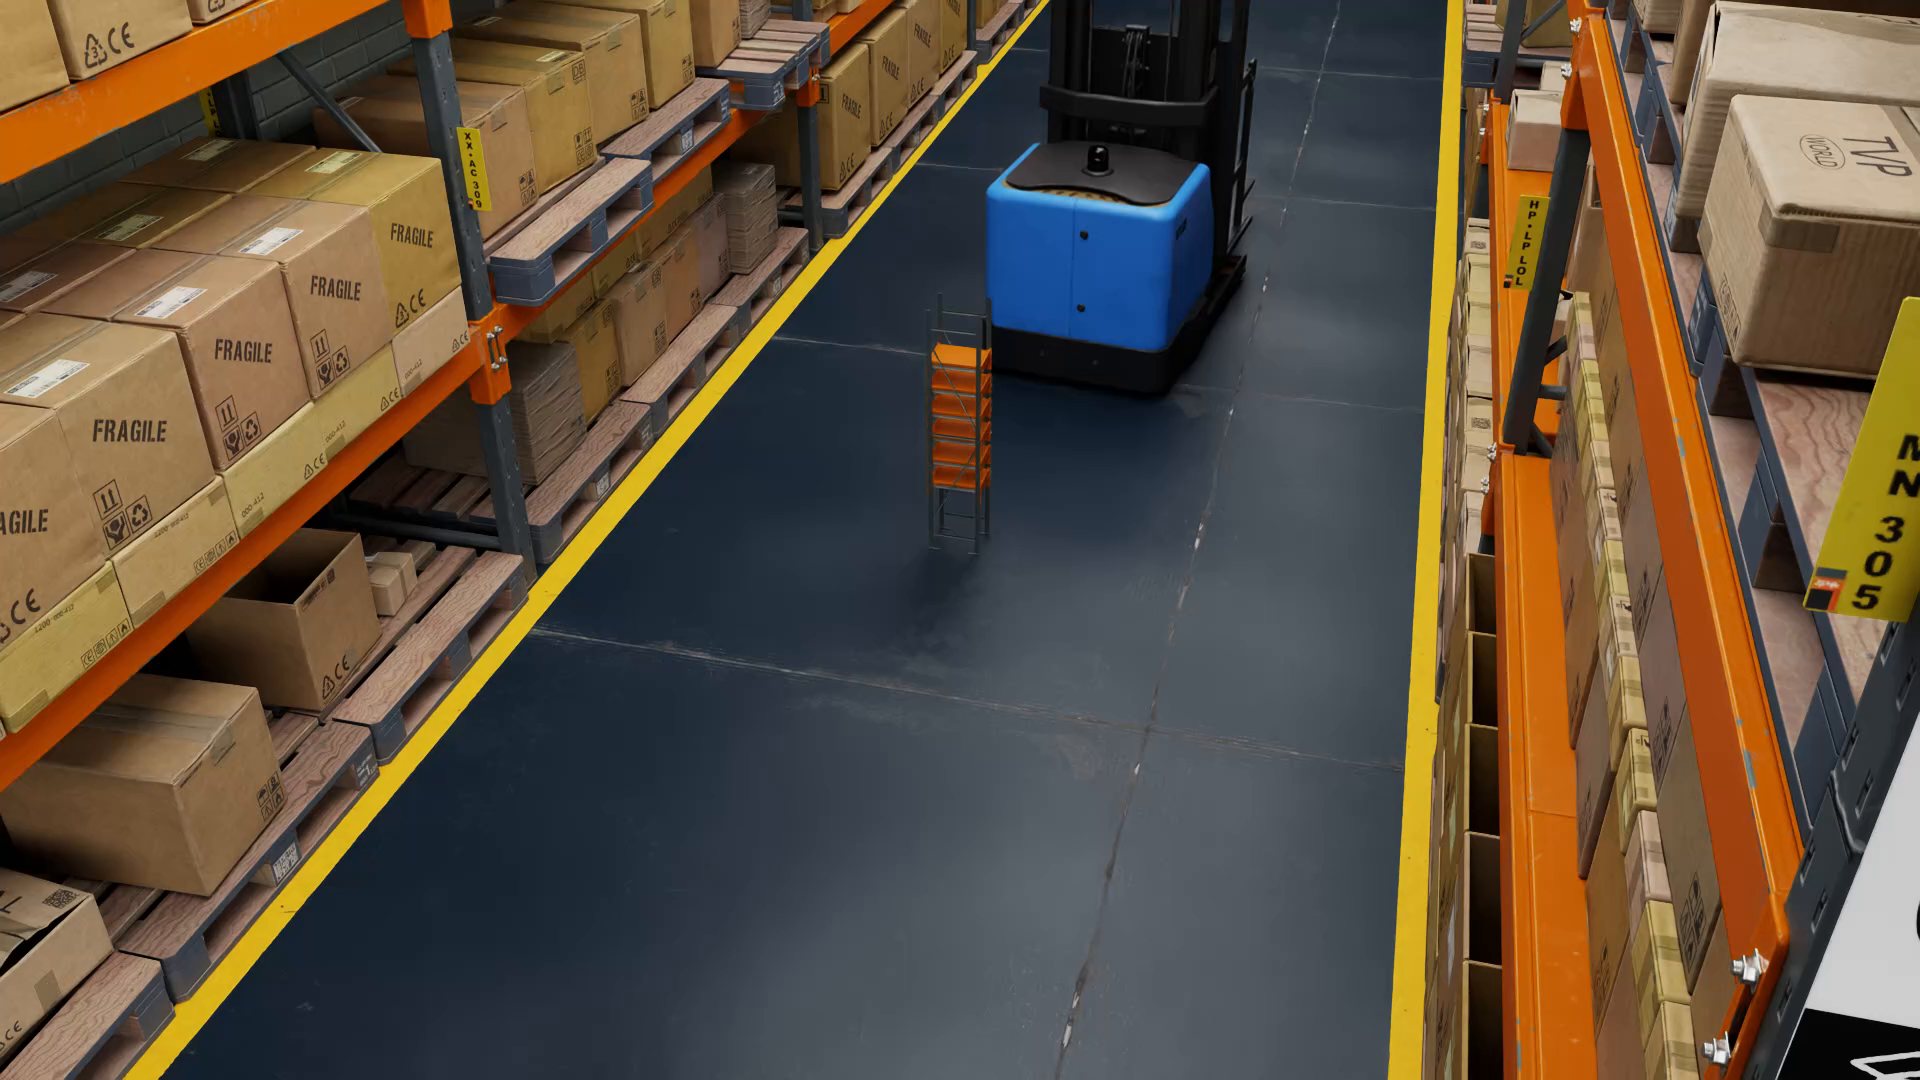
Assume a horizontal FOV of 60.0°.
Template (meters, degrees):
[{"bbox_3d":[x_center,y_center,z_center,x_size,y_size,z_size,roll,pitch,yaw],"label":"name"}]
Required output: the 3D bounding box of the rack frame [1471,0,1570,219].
[{"bbox_3d":[3.414,-2.529,8.933,1.000,3.000,0.127,8,33,12],"label":"rack frame"}]

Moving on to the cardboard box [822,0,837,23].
[{"bbox_3d":[-0.999,-3.373,10.475,0.380,0.149,0.250,8,33,13],"label":"cardboard box"}]

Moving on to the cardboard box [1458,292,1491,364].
[{"bbox_3d":[2.740,-1.013,8.196,0.500,0.311,0.500,7,33,11],"label":"cardboard box"}]

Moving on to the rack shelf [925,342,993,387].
[{"bbox_3d":[-0.004,-0.765,7.247,0.258,0.103,0.180,8,33,12],"label":"rack shelf"}]

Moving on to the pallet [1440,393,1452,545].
[{"bbox_3d":[2.855,-0.300,8.024,1.003,0.211,1.213,8,33,12],"label":"pallet"}]

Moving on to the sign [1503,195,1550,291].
[{"bbox_3d":[1.871,-0.978,5.486,0.100,0.325,0.005,8,33,12],"label":"sign"}]

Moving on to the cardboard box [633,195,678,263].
[{"bbox_3d":[-1.842,-1.713,8.870,0.500,0.250,0.500,8,33,12],"label":"cardboard box"}]

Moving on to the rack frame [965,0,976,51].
[{"bbox_3d":[-0.364,-5.277,13.256,1.000,3.000,0.127,8,33,12],"label":"rack frame"}]

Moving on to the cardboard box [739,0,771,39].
[{"bbox_3d":[-1.488,-3.184,9.460,0.700,0.500,0.500,4,33,7],"label":"cardboard box"}]

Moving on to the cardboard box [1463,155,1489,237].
[{"bbox_3d":[3.424,-2.177,10.299,0.500,0.500,0.500,9,34,14],"label":"cardboard box"}]

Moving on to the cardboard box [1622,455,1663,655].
[{"bbox_3d":[1.910,-0.031,3.700,0.700,0.500,0.500,8,33,12],"label":"cardboard box"}]

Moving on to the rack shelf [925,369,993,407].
[{"bbox_3d":[-0.004,-0.664,7.311,0.258,0.103,0.180,8,33,12],"label":"rack shelf"}]

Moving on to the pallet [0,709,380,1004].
[{"bbox_3d":[-2.838,1.039,5.919,1.003,0.211,1.213,8,33,12],"label":"pallet"}]

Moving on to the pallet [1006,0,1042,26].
[{"bbox_3d":[0.213,-5.120,15.607,1.003,0.211,1.213,8,33,12],"label":"pallet"}]

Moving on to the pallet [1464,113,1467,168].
[{"bbox_3d":[4.259,-3.001,12.274,1.003,0.211,1.213,8,33,12],"label":"pallet"}]

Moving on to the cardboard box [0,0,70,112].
[{"bbox_3d":[-2.668,-1.331,4.140,0.500,0.500,0.500,10,34,15],"label":"cardboard box"}]

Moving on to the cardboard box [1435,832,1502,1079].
[{"bbox_3d":[1.599,1.190,4.555,0.500,0.500,0.500,8,33,12],"label":"cardboard box"}]

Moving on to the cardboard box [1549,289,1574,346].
[{"bbox_3d":[2.444,-0.878,6.461,0.396,0.266,0.258,7,33,11],"label":"cardboard box"}]

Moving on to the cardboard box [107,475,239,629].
[{"bbox_3d":[-2.595,-0.002,5.079,0.500,0.250,0.500,8,33,13],"label":"cardboard box"}]

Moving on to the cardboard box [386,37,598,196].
[{"bbox_3d":[-2.083,-1.902,7.443,0.700,0.500,0.500,11,34,17],"label":"cardboard box"}]

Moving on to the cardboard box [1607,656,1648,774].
[{"bbox_3d":[1.623,0.410,3.611,0.380,0.149,0.250,9,34,14],"label":"cardboard box"}]

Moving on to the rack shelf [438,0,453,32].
[{"bbox_3d":[-1.886,-3.126,7.746,1.077,0.370,4.000,8,33,12],"label":"rack shelf"}]

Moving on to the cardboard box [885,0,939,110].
[{"bbox_3d":[-0.626,-3.731,12.435,0.750,0.750,0.750,9,34,14],"label":"cardboard box"}]

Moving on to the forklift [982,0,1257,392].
[{"bbox_3d":[1.124,-2.803,9.427,1.130,2.935,3.031,12,34,18],"label":"forklift"}]

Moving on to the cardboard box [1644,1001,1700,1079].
[{"bbox_3d":[1.361,0.946,2.768,0.380,0.149,0.250,9,34,14],"label":"cardboard box"}]

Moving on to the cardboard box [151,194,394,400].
[{"bbox_3d":[-2.336,-0.840,5.698,0.500,0.500,0.500,8,33,12],"label":"cardboard box"}]

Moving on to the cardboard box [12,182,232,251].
[{"bbox_3d":[-2.850,-0.904,5.799,0.500,0.500,0.500,8,33,12],"label":"cardboard box"}]

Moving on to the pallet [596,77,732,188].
[{"bbox_3d":[-1.842,-2.088,8.417,1.003,0.211,1.213,8,33,12],"label":"pallet"}]

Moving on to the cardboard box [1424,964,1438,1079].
[{"bbox_3d":[1.603,1.507,4.755,0.500,0.250,0.500,8,33,12],"label":"cardboard box"}]

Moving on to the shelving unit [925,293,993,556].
[{"bbox_3d":[-0.004,-0.499,7.416,0.258,1.200,0.189,8,33,12],"label":"shelving unit"}]

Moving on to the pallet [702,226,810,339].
[{"bbox_3d":[-1.579,-1.620,10.101,1.003,0.211,1.213,8,33,12],"label":"pallet"}]

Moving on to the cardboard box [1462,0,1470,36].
[{"bbox_3d":[4.489,-4.379,13.939,0.500,0.311,0.500,8,33,12],"label":"cardboard box"}]

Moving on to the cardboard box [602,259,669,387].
[{"bbox_3d":[-1.972,-1.175,8.723,0.700,0.500,0.500,8,33,13],"label":"cardboard box"}]

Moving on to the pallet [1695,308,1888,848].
[{"bbox_3d":[1.588,0.030,2.193,1.003,0.211,1.213,8,33,12],"label":"pallet"}]

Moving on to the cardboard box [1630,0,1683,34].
[{"bbox_3d":[1.879,-1.412,3.941,0.500,0.311,0.500,6,33,10],"label":"cardboard box"}]

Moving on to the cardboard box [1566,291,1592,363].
[{"bbox_3d":[2.143,-0.656,5.289,0.380,0.149,0.250,8,33,12],"label":"cardboard box"}]

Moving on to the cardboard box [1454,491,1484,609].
[{"bbox_3d":[2.224,0.044,6.534,0.500,0.311,0.500,8,33,12],"label":"cardboard box"}]

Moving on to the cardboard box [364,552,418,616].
[{"bbox_3d":[-2.501,0.166,6.924,0.380,0.166,0.250,4,33,6],"label":"cardboard box"}]

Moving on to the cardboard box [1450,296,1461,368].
[{"bbox_3d":[2.870,-1.053,8.782,0.500,0.250,0.500,7,33,11],"label":"cardboard box"}]

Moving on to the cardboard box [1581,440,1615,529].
[{"bbox_3d":[1.885,-0.126,4.455,0.380,0.149,0.250,7,33,11],"label":"cardboard box"}]

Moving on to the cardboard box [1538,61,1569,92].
[{"bbox_3d":[3.279,-2.309,8.669,0.500,0.311,0.500,10,34,15],"label":"cardboard box"}]

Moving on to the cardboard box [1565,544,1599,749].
[{"bbox_3d":[2.033,0.270,4.436,0.700,0.500,0.500,9,33,13],"label":"cardboard box"}]

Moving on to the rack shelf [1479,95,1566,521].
[{"bbox_3d":[2.906,-1.188,7.493,1.077,0.370,4.000,8,33,12],"label":"rack shelf"}]

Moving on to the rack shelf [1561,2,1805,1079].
[{"bbox_3d":[1.891,-0.378,3.423,1.077,0.370,4.000,8,33,12],"label":"rack shelf"}]

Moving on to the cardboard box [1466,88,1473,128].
[{"bbox_3d":[3.946,-3.240,11.970,0.500,0.500,0.500,8,33,13],"label":"cardboard box"}]

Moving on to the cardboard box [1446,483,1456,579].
[{"bbox_3d":[2.354,0.013,7.106,0.500,0.250,0.500,8,33,12],"label":"cardboard box"}]
